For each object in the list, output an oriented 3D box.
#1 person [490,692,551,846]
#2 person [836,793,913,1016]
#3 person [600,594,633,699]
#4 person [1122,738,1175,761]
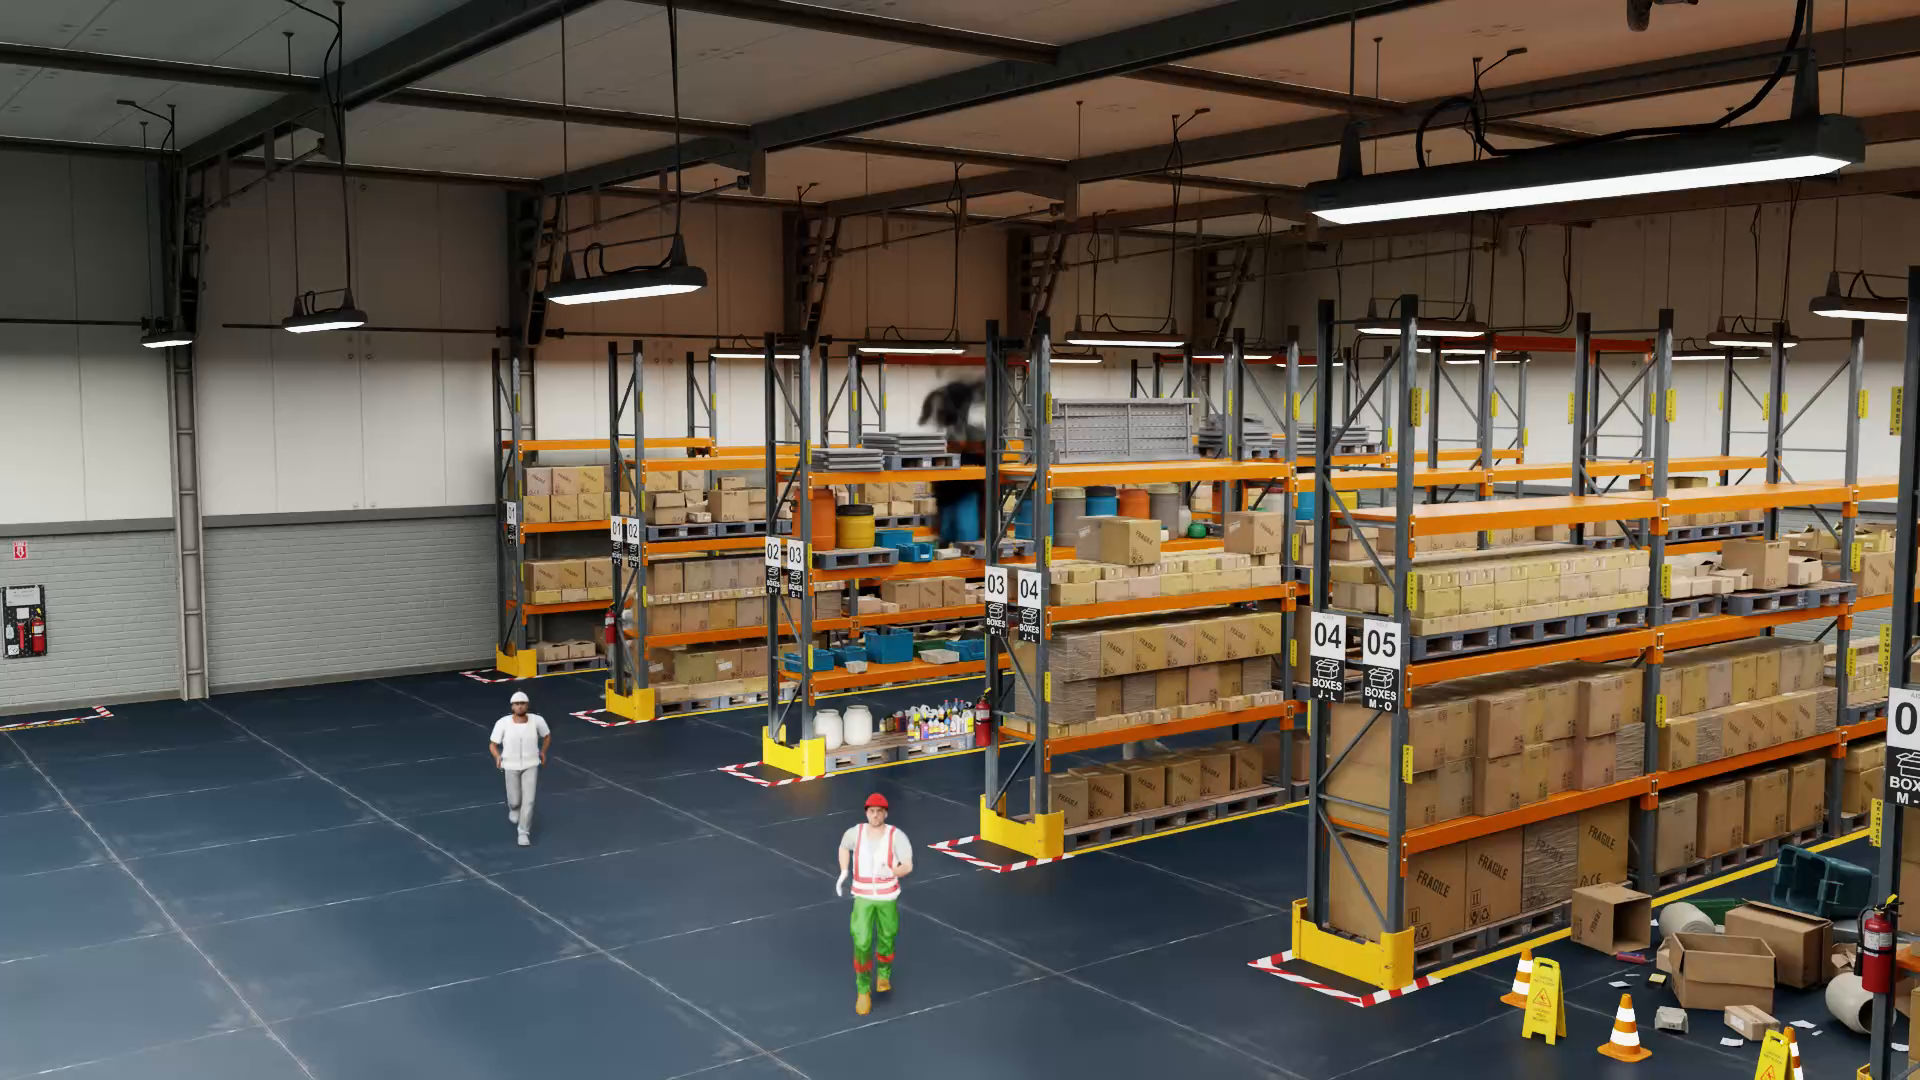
[{"bbox_3d":[-5.077,2.615,19.270,0.699,1.738,0.758,-2,5,-18],"label":"person"},{"bbox_3d":[-0.720,3.041,14.022,0.649,1.831,0.763,0,5,-2],"label":"person"},{"bbox_3d":[-5.781,1.797,28.431,0.718,1.779,0.821,4,7,40],"label":"person"},{"bbox_3d":[2.456,2.330,22.222,0.944,1.744,0.673,-4,6,-37],"label":"person"}]
